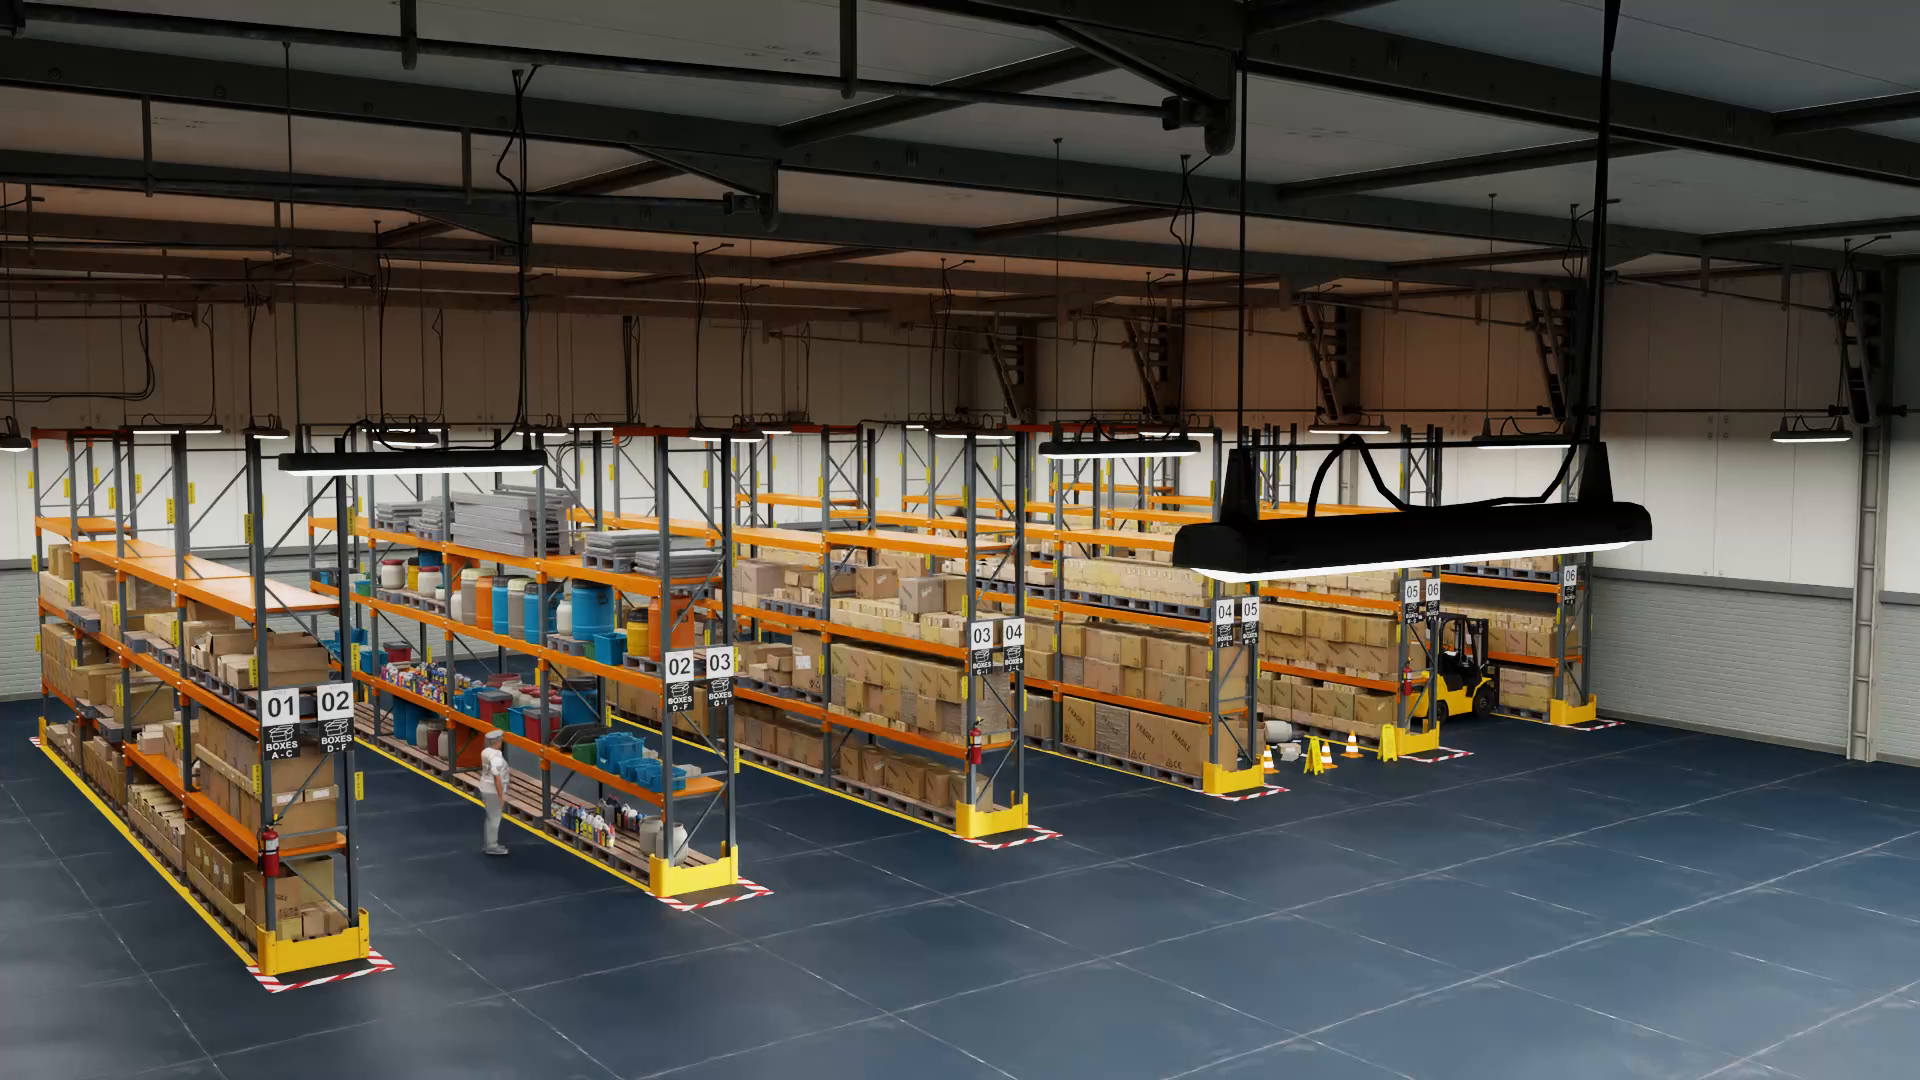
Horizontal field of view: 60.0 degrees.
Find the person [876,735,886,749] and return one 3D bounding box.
[{"bbox_3d":[-1.523,3.080,30.973,0.356,1.702,0.575,-1,5,-18],"label":"person"}]

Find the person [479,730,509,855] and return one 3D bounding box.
[{"bbox_3d":[-6.628,3.591,23.677,0.406,1.767,0.577,-2,5,-23],"label":"person"}]
